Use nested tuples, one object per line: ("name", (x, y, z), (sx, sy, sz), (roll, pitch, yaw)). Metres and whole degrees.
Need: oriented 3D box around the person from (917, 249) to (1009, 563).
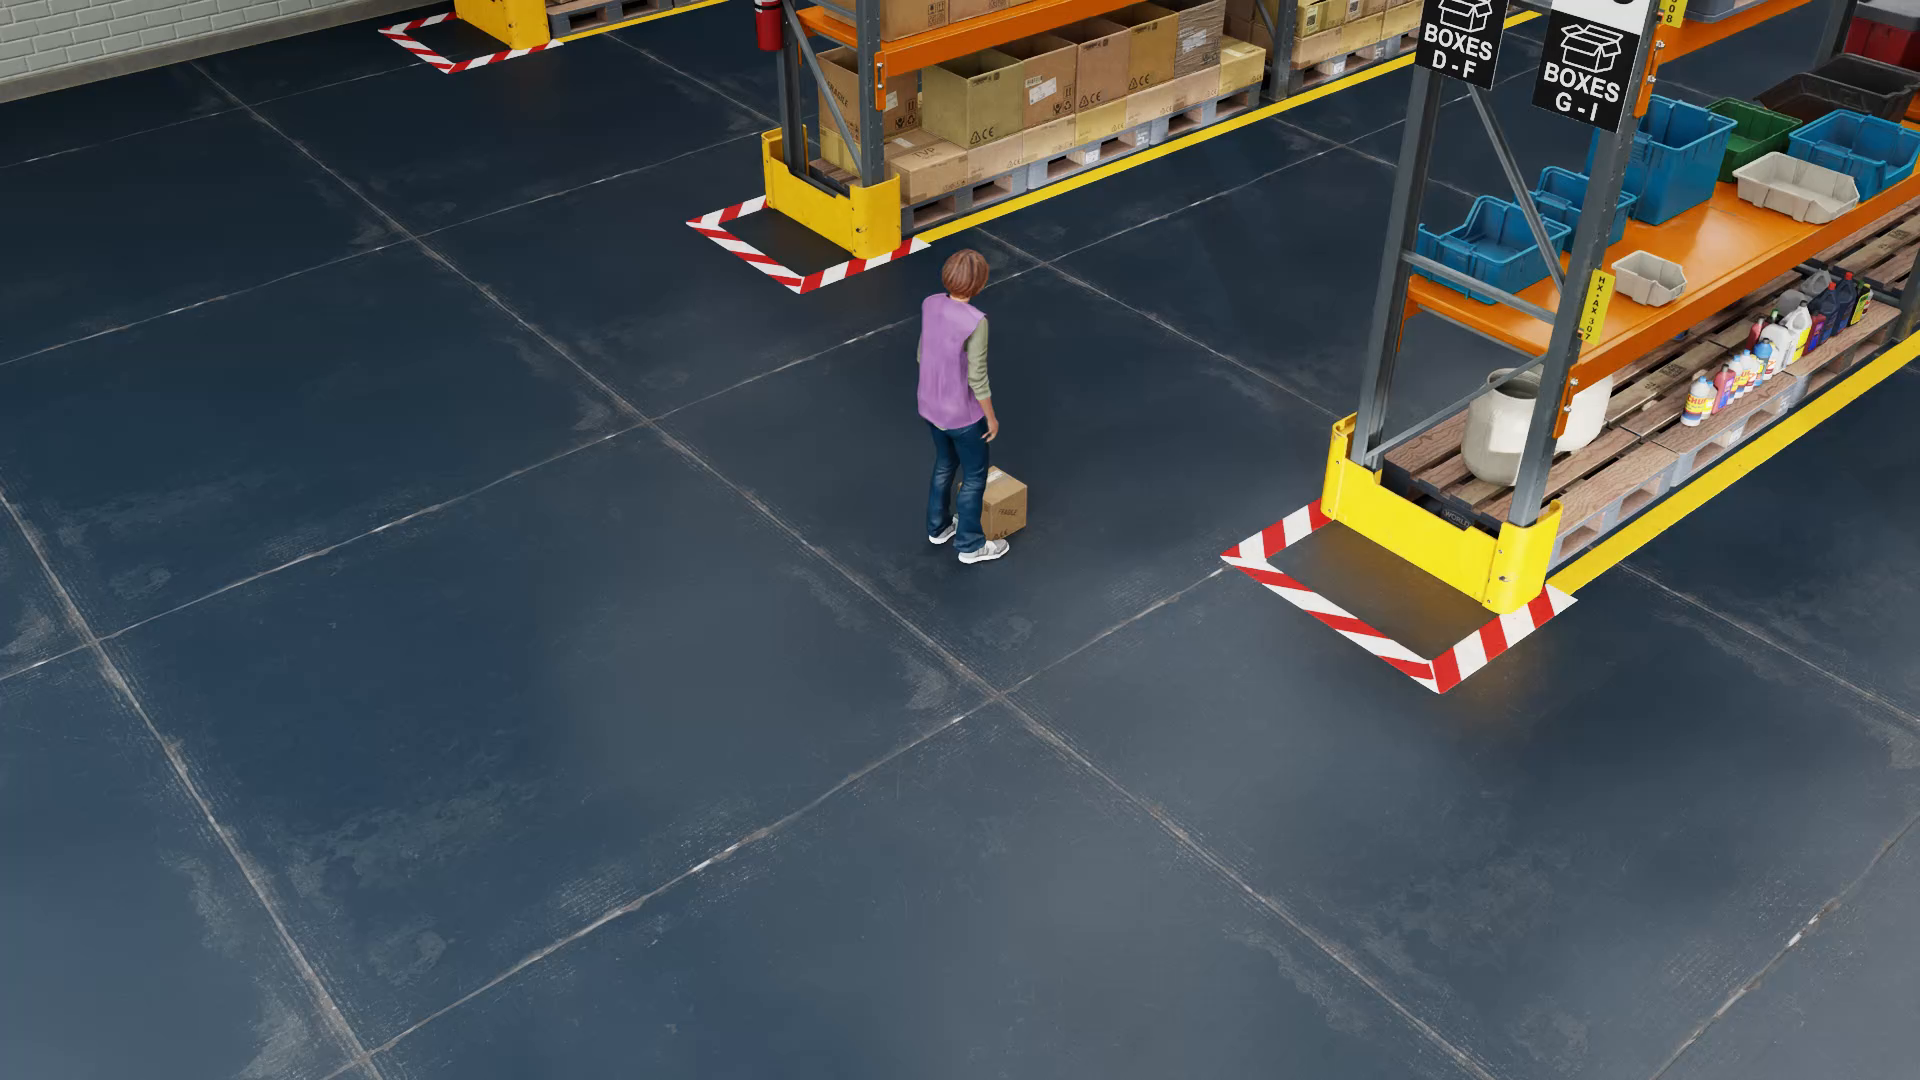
("person", (-0.010, -0.626, 7.933), (0.349, 1.592, 0.474), (-28, 45, -32))
